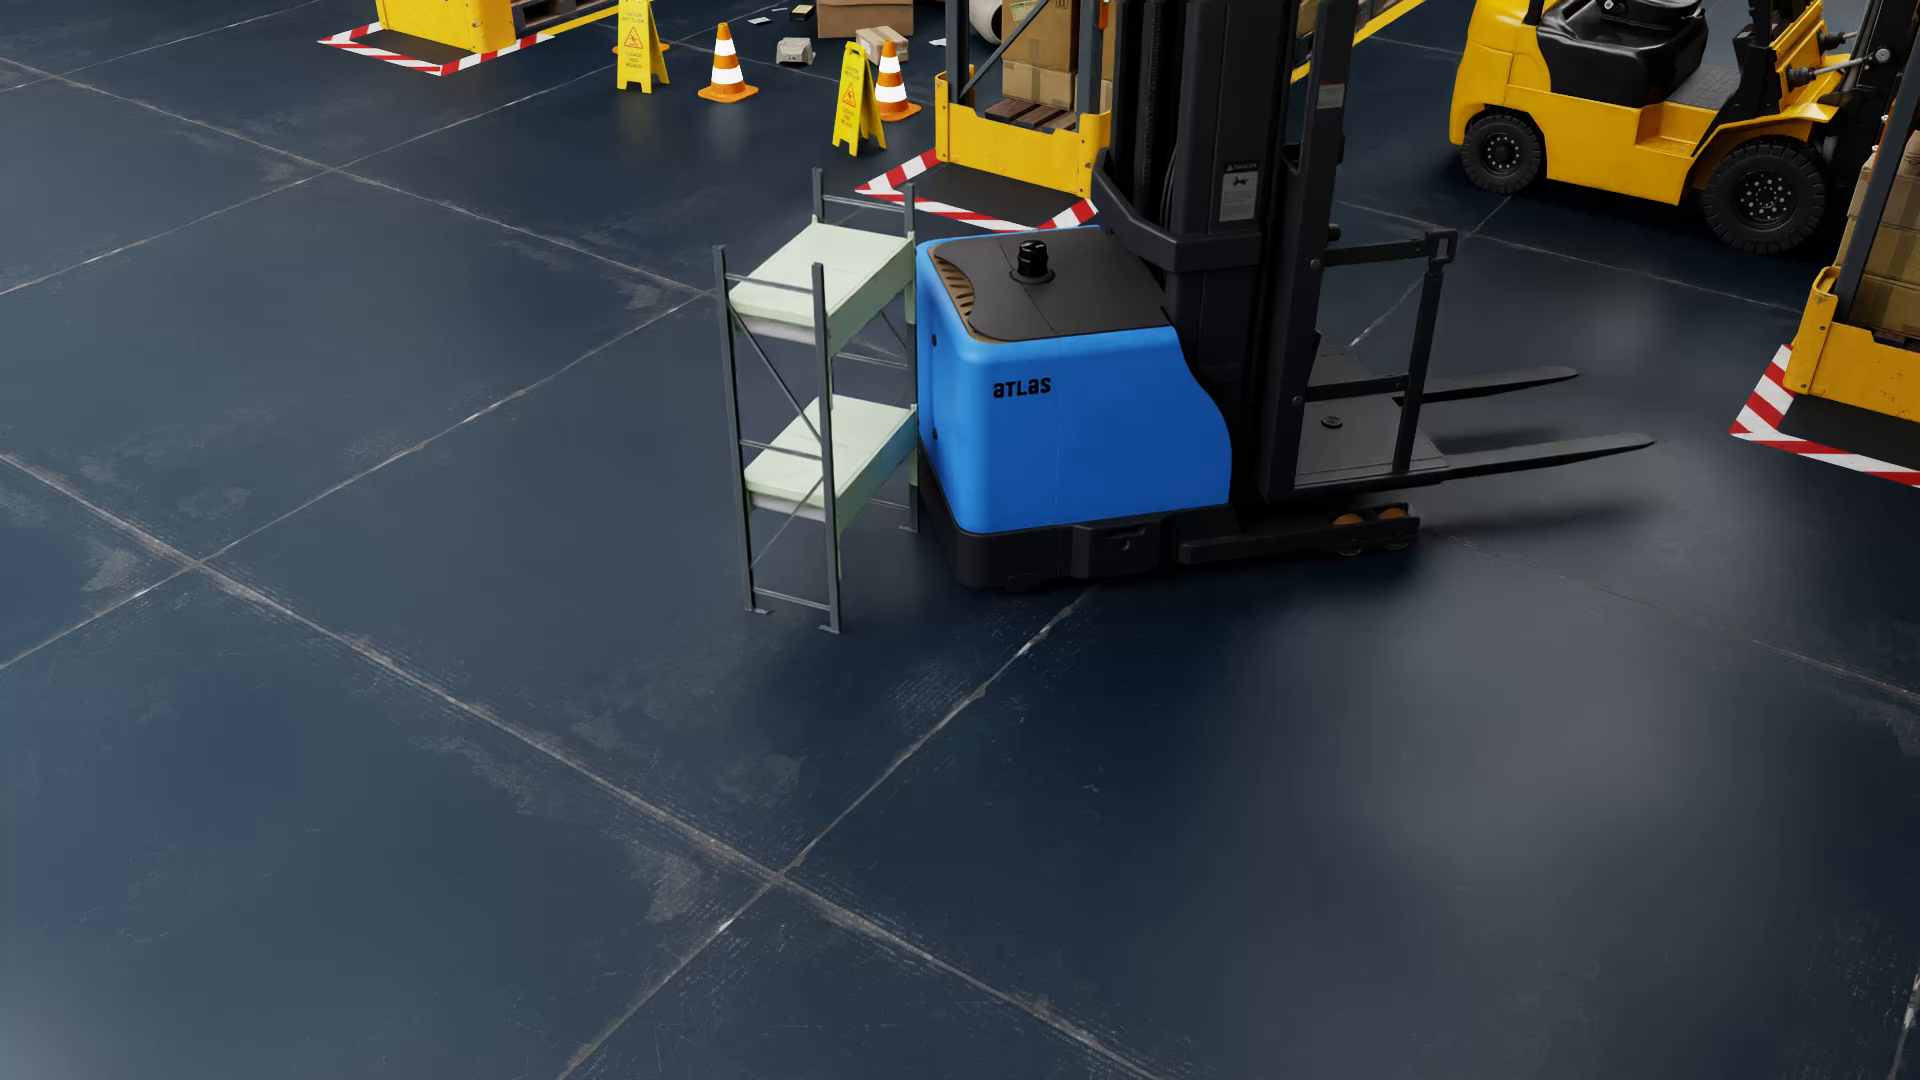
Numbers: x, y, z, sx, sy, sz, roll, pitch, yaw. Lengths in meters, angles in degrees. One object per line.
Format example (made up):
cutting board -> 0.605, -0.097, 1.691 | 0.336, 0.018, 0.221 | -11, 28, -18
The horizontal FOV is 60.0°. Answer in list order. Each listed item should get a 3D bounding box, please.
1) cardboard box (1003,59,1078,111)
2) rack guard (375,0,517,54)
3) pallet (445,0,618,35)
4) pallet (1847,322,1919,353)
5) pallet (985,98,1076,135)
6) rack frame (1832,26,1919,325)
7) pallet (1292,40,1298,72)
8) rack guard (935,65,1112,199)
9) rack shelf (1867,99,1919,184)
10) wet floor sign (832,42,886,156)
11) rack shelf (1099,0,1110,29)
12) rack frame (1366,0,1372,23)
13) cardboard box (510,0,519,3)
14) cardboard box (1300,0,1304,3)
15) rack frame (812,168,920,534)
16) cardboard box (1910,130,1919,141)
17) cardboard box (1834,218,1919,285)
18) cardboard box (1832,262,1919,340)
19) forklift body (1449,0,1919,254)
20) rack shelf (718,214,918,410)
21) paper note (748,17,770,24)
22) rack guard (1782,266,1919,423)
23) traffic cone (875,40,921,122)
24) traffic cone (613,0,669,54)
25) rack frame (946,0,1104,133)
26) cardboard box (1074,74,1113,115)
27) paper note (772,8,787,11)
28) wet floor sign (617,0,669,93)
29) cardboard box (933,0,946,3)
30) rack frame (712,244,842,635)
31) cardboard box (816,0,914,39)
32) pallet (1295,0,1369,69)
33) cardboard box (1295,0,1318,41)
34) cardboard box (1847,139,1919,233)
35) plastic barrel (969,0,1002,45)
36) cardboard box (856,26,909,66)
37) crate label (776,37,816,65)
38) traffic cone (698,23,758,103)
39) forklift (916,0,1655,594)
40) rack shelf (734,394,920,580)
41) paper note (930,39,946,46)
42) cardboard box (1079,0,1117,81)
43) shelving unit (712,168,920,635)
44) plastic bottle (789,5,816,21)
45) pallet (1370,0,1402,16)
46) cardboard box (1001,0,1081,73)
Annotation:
cardboard box -> 0.613, -2.950, 10.515 | 0.500, 0.250, 0.500 | 21, 39, 28
rack guard -> -3.778, -3.934, 12.122 | 1.175, 0.500, 0.348 | 21, 39, 28
pallet -> -3.373, -4.219, 12.800 | 1.003, 0.211, 1.213 | 21, 39, 28
pallet -> 4.841, -1.073, 8.148 | 1.003, 0.211, 1.213 | 21, 39, 28
pallet -> 0.895, -2.689, 10.537 | 1.003, 0.211, 1.213 | 21, 39, 28
rack frame -> 4.440, -1.863, 6.827 | 1.000, 3.000, 0.127 | 21, 39, 28
pallet -> 1.591, -3.248, 11.364 | 1.003, 0.211, 1.213 | 21, 39, 28
rack guard -> 0.403, -2.446, 9.920 | 1.175, 0.500, 0.348 | 21, 39, 28
rack shelf -> 5.580, -2.485, 8.389 | 1.077, 0.370, 4.000 | 21, 39, 28
wet floor sign -> -0.628, -2.725, 10.204 | 0.232, 0.644, 0.267 | -22, 40, -29
rack shelf -> 1.500, -4.069, 10.731 | 1.077, 0.370, 4.000 | 21, 39, 28
rack frame -> 2.640, -5.287, 11.891 | 1.000, 3.000, 0.127 | 21, 39, 28
cardboard box -> -3.432, -4.608, 12.408 | 0.875, 0.875, 0.875 | 21, 40, 28
cardboard box -> 2.235, -4.040, 11.457 | 0.500, 0.500, 0.500 | 22, 40, 29
rack frame -> -0.351, -0.693, 6.436 | 0.400, 1.500, 0.023 | 13, 36, 19
cardboard box -> 4.732, -1.860, 8.010 | 0.500, 0.250, 0.500 | 22, 40, 29
cardboard box -> 4.460, -1.428, 7.818 | 0.500, 0.250, 0.500 | 21, 39, 28
cardboard box -> 4.448, -1.215, 7.948 | 0.500, 0.250, 0.500 | 22, 40, 28
forklift body -> 4.022, -2.966, 9.216 | 2.313, 2.155, 1.214 | 21, 39, 28
rack shelf -> -0.492, -0.827, 5.937 | 0.431, 0.370, 0.720 | 13, 36, 19
paper note -> -1.499, -3.910, 12.507 | 0.142, 0.017, 0.144 | -22, 40, -29
rack guard -> 4.426, -0.816, 7.510 | 1.175, 0.500, 0.348 | 21, 39, 28
traffic cone -> -0.455, -3.005, 10.781 | 0.336, 0.463, 0.334 | 21, 39, 28
traffic cone -> -2.295, -3.721, 11.839 | 0.336, 0.463, 0.334 | 21, 39, 28
rack frame -> 0.360, -3.446, 9.168 | 1.000, 3.000, 0.127 | 21, 39, 28
cardboard box -> 1.047, -2.764, 10.239 | 0.500, 0.250, 0.500 | 21, 39, 28
paper note -> -1.384, -4.072, 12.763 | 0.123, 0.001, 0.032 | -15, 37, -21
wet floor sign -> -2.154, -3.360, 11.142 | 0.267, 0.644, 0.232 | 14, 37, 20
cardboard box -> -0.192, -4.518, 12.861 | 0.797, 0.637, 0.503 | 21, 39, 28
rack frame -> -0.632, -0.314, 5.876 | 0.400, 1.500, 0.023 | 13, 36, 19
cardboard box -> -0.719, -4.029, 12.259 | 0.797, 0.503, 0.637 | -3, 34, -4
pallet -> 2.286, -3.812, 12.198 | 1.003, 0.211, 1.213 | 21, 39, 28
cardboard box -> 2.229, -3.716, 11.647 | 0.500, 0.250, 0.500 | 20, 39, 27
cardboard box -> 4.446, -1.623, 7.660 | 0.500, 0.250, 0.500 | 23, 40, 30
plastic barrel -> 0.294, -3.813, 12.011 | 0.421, 0.421, 0.512 | -9, 35, -13
cardboard box -> -0.553, -3.513, 11.813 | 0.250, 0.149, 0.380 | -15, 37, -21
crate label -> -1.163, -3.450, 11.729 | 0.250, 0.136, 0.298 | 3, 34, 4
traffic cone -> -1.561, -3.203, 11.074 | 0.336, 0.463, 0.334 | 21, 39, 28
forklift -> 1.360, -1.433, 6.252 | 3.031, 2.935, 1.130 | -7, 35, -11
rack shelf -> -0.492, -0.234, 6.339 | 0.431, 0.370, 0.720 | 13, 36, 19
paper note -> -0.129, -3.625, 12.094 | 0.142, 0.019, 0.148 | -22, 40, -29
cardboard box -> 1.060, -3.086, 10.046 | 0.500, 0.500, 0.500 | 20, 39, 27
shelving unit -> -0.492, -0.504, 6.156 | 0.431, 1.500, 0.755 | 13, 36, 19
plastic bottle -> -1.189, -4.013, 12.630 | 0.133, 0.061, 0.283 | 8, 35, 12
pallet -> 3.083, -4.491, 13.202 | 1.003, 0.211, 1.213 | 21, 39, 28
cardboard box -> 0.602, -3.244, 10.279 | 0.500, 0.500, 0.500 | 22, 40, 28
